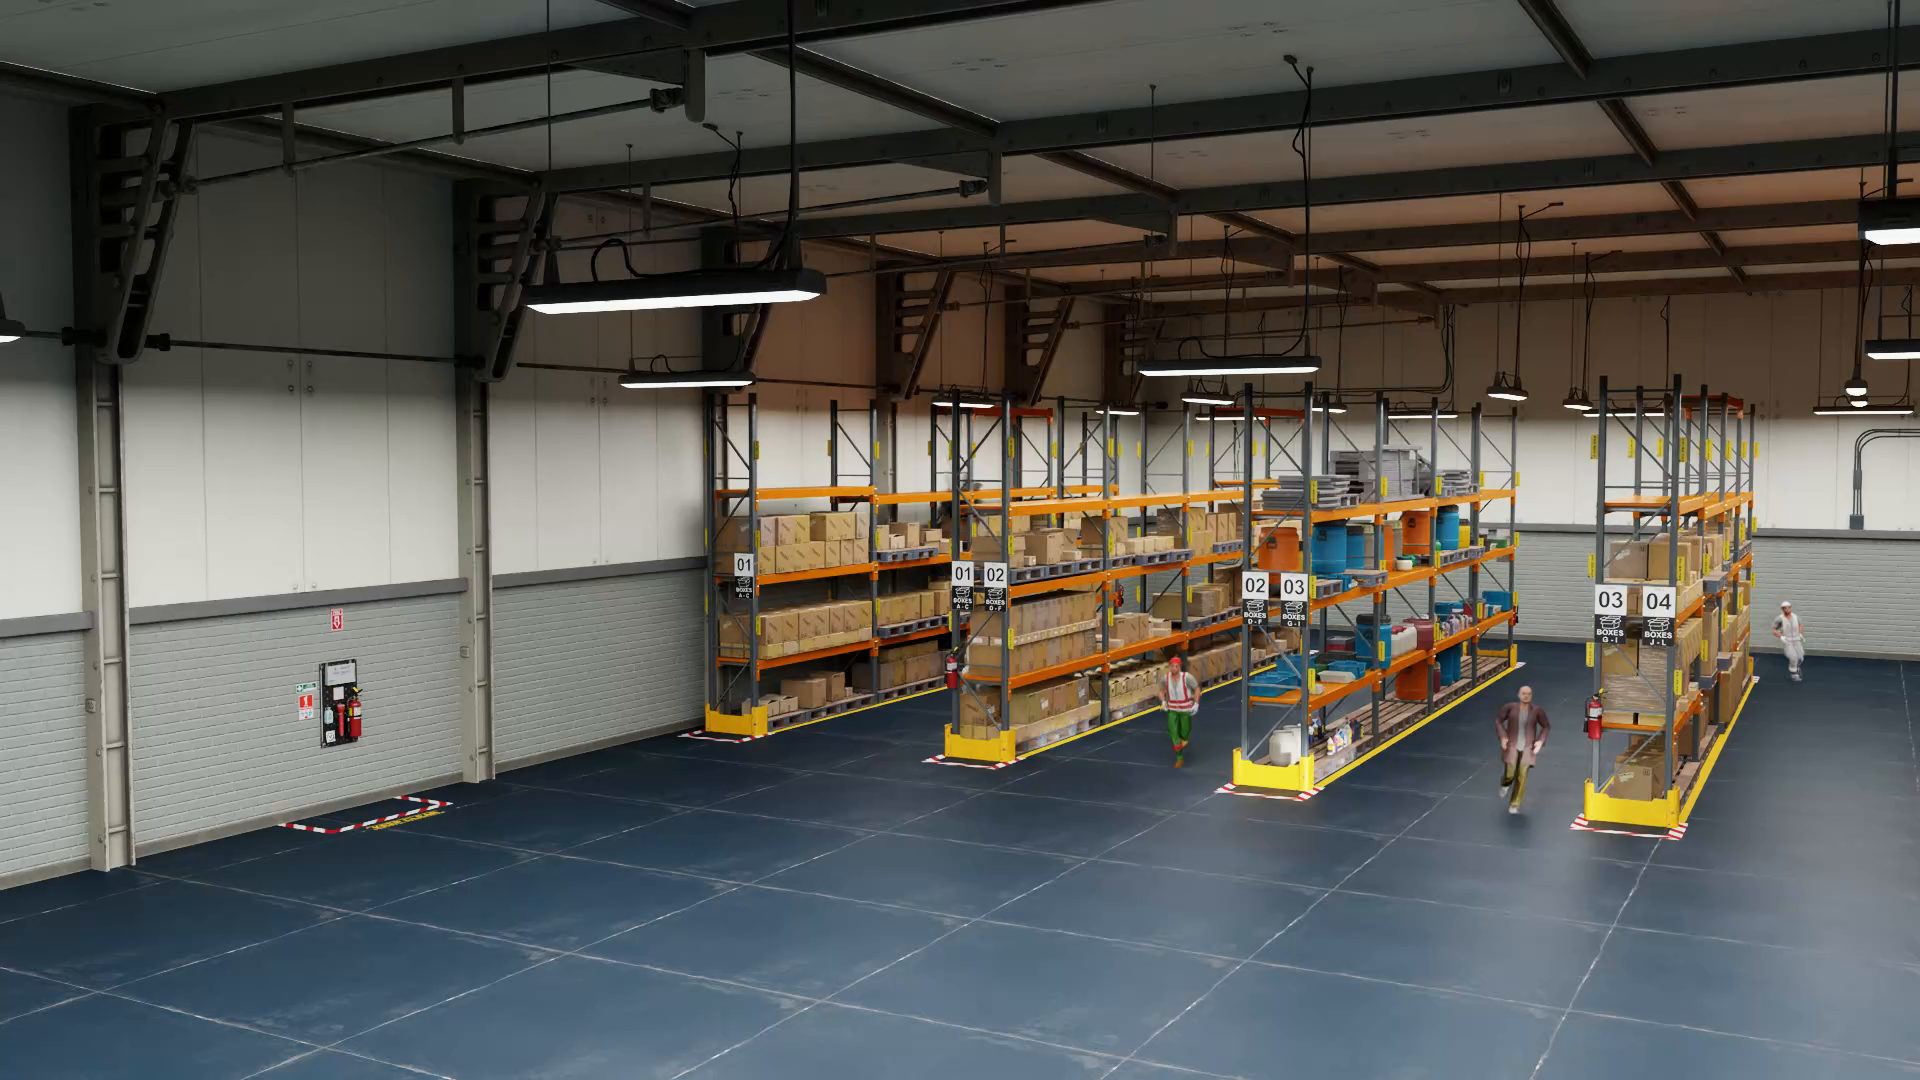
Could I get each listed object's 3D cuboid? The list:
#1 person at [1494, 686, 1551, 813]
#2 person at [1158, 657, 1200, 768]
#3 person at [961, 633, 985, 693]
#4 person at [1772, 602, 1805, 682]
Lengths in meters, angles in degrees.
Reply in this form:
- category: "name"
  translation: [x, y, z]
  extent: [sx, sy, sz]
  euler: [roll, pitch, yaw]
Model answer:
- category: "person"
  translation: [7.835, 2.913, 23.184]
  extent: [0.743, 1.777, 0.675]
  euler: [1, 3, 14]
- category: "person"
  translation: [3.498, 2.718, 26.546]
  extent: [0.680, 1.749, 0.800]
  euler: [1, 3, 16]
- category: "person"
  translation: [0.291, 2.433, 31.393]
  extent: [0.694, 1.815, 0.807]
  euler: [2, 3, 27]
- category: "person"
  translation: [17.939, 2.194, 35.989]
  extent: [0.705, 1.727, 0.573]
  euler: [0, 3, 6]
